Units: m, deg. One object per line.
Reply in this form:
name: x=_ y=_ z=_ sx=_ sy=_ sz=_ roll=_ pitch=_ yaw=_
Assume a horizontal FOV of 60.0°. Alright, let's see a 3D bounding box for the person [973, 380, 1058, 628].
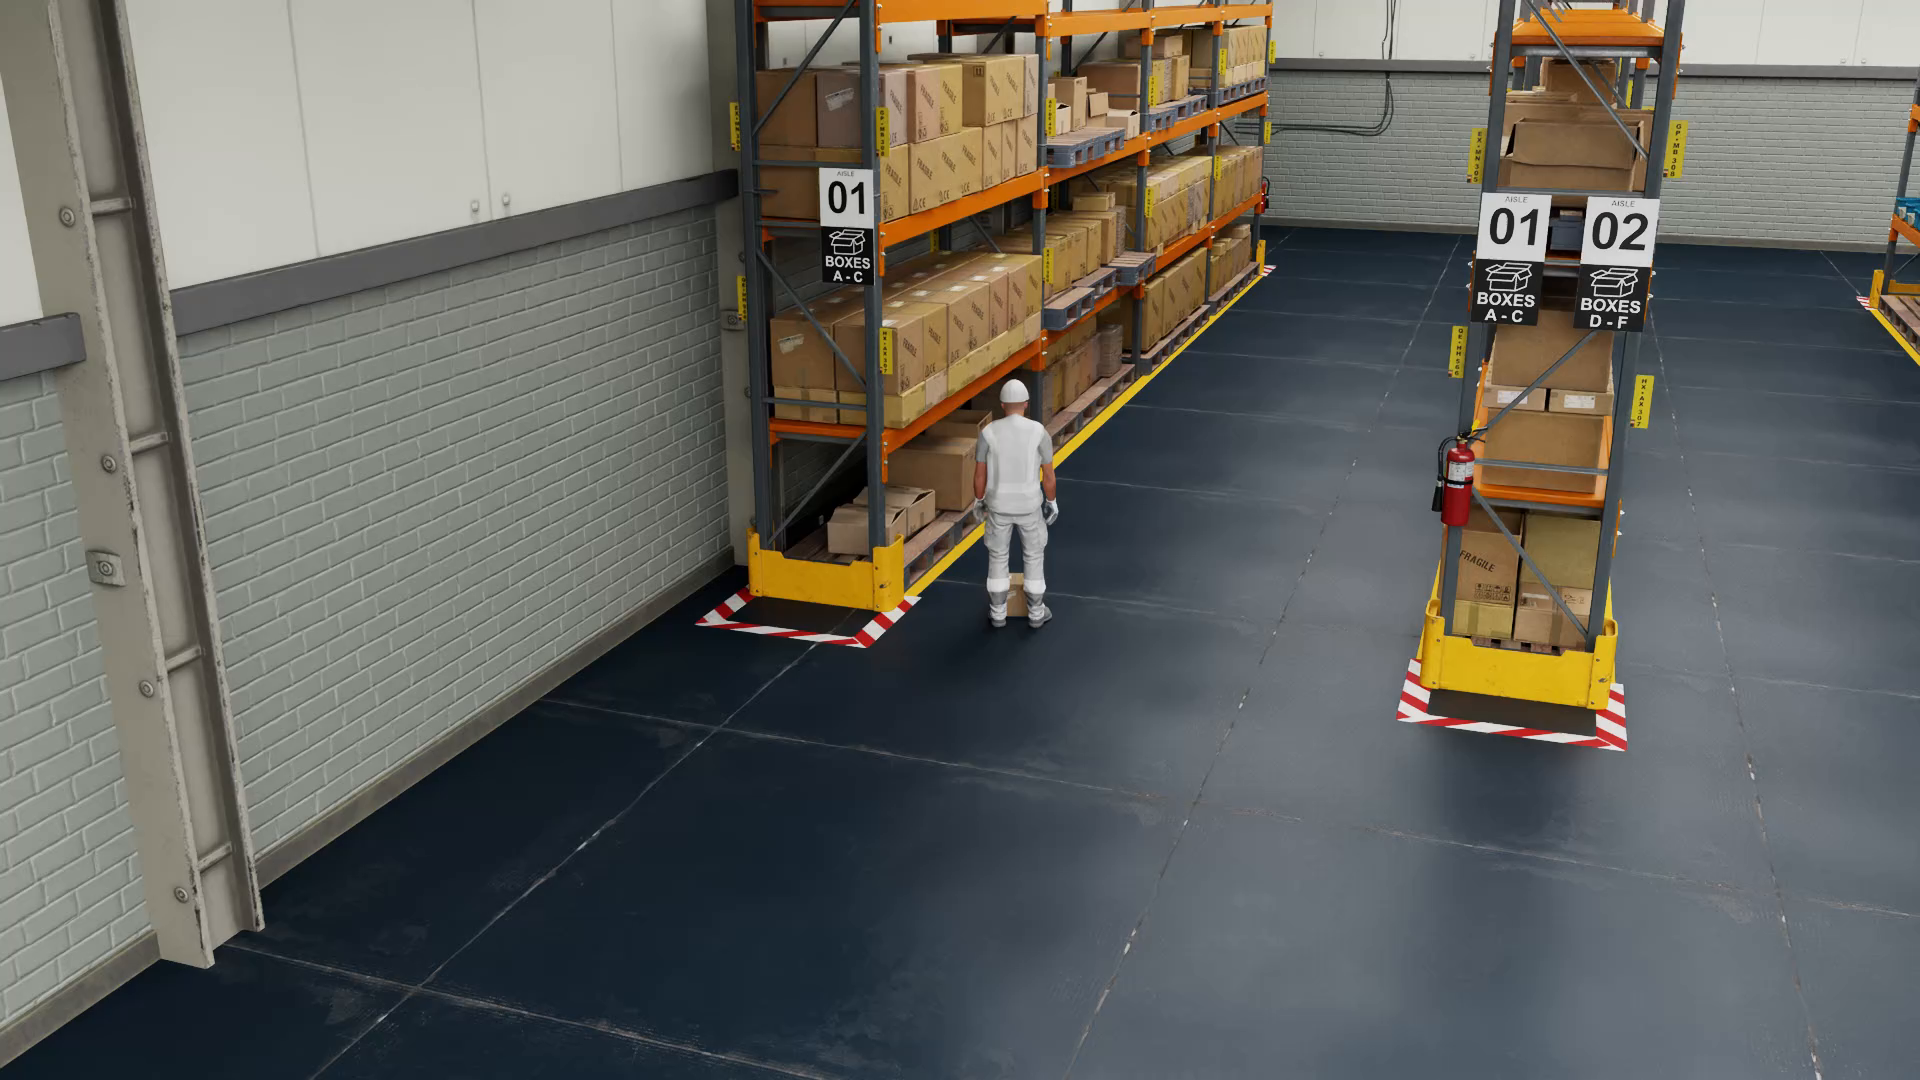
person: x=0.392 y=-0.249 z=11.783 sx=0.609 sy=1.779 sz=0.448 roll=2 pitch=19 yaw=6
